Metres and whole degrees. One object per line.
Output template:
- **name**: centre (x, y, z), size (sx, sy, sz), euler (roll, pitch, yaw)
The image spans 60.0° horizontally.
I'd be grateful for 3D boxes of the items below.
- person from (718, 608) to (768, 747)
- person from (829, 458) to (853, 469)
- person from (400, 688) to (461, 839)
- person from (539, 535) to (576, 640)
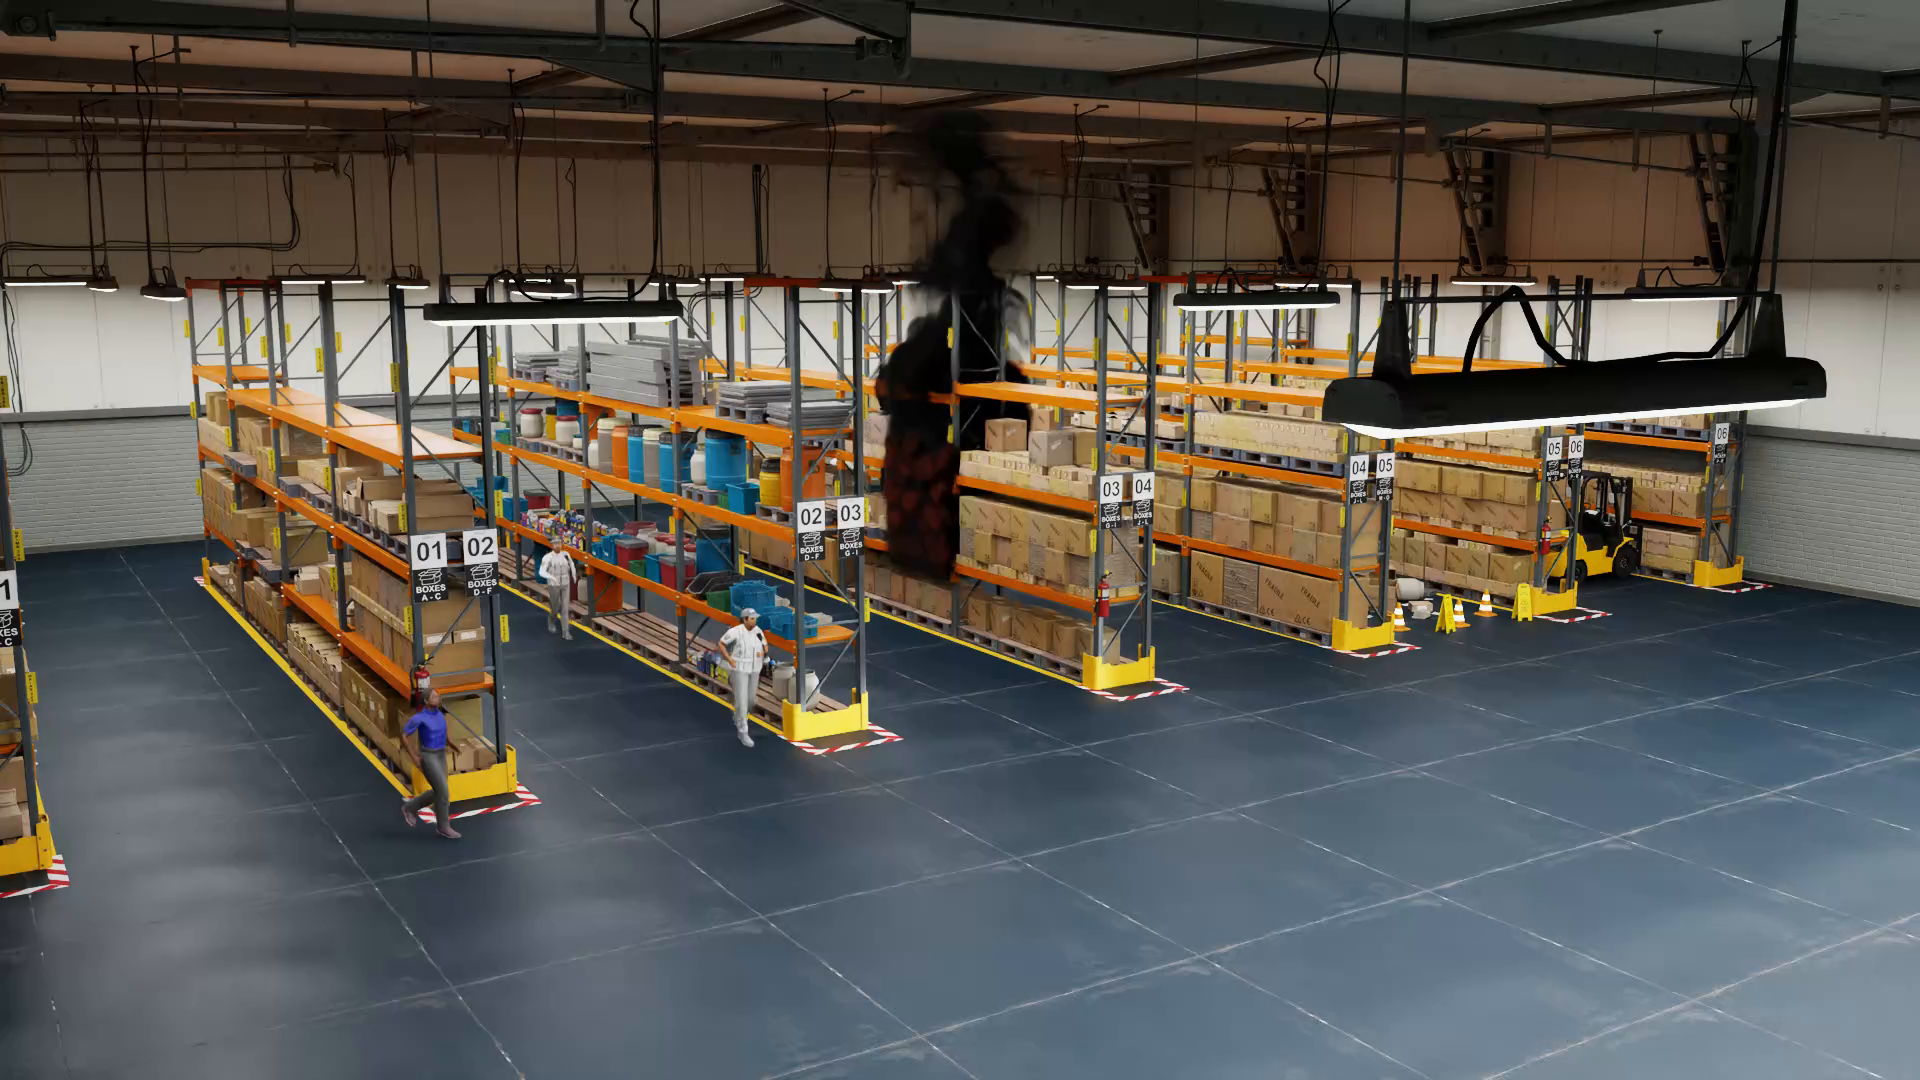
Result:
- **person**: centre (-2.716, 1.700, 21.294), size (0.633, 1.683, 0.879), euler (-8, 13, -40)
- **person**: centre (-2.959, -1.375, 40.964), size (0.764, 1.738, 0.832), euler (5, 11, 28)
- **person**: centre (-5.873, 2.474, 18.528), size (0.758, 1.630, 0.621), euler (3, 10, 15)
- **person**: centre (-6.432, 0.743, 26.781), size (0.630, 1.662, 0.852), euler (-6, 11, -31)
